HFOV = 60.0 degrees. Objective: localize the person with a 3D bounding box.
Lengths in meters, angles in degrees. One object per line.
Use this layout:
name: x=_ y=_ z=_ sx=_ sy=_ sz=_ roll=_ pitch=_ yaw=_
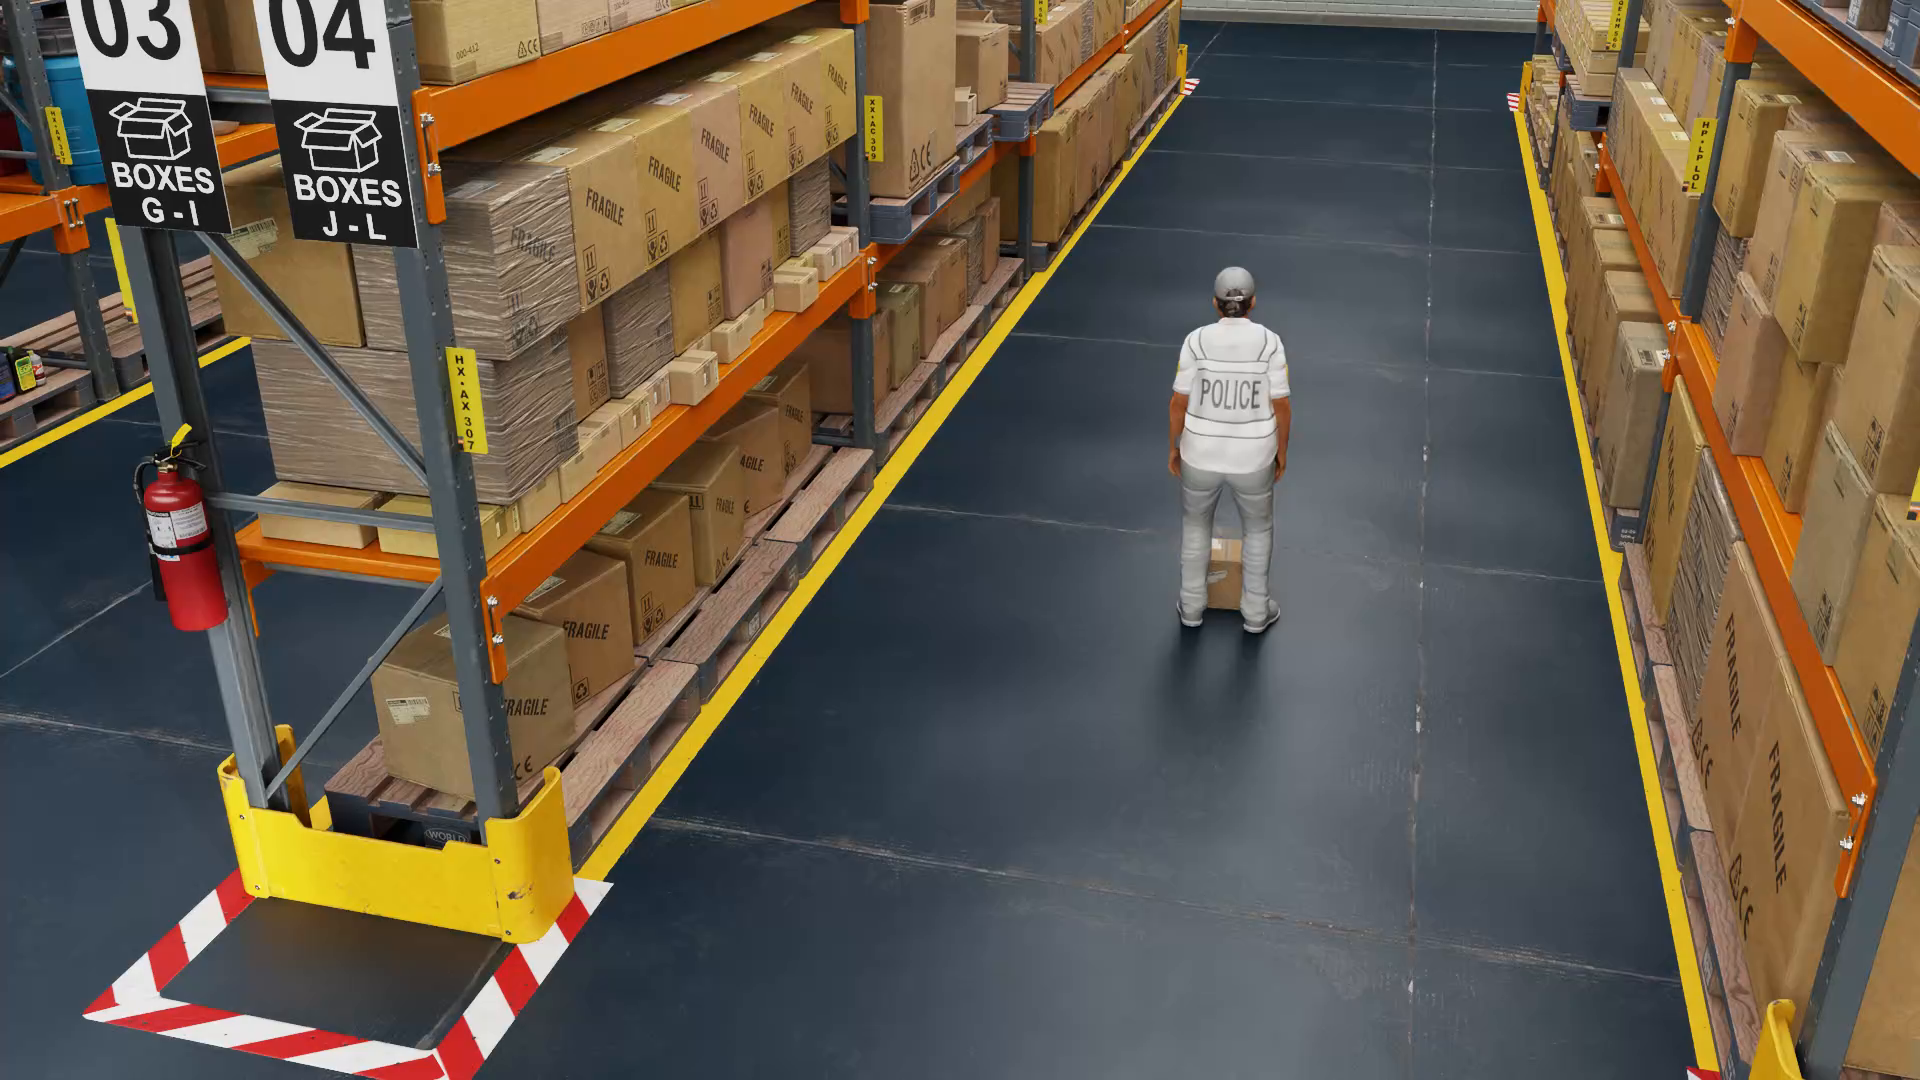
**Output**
person: x=1.202 y=-0.368 z=7.392 sx=0.563 sy=1.651 sz=0.390 roll=5 pitch=26 yaw=10
